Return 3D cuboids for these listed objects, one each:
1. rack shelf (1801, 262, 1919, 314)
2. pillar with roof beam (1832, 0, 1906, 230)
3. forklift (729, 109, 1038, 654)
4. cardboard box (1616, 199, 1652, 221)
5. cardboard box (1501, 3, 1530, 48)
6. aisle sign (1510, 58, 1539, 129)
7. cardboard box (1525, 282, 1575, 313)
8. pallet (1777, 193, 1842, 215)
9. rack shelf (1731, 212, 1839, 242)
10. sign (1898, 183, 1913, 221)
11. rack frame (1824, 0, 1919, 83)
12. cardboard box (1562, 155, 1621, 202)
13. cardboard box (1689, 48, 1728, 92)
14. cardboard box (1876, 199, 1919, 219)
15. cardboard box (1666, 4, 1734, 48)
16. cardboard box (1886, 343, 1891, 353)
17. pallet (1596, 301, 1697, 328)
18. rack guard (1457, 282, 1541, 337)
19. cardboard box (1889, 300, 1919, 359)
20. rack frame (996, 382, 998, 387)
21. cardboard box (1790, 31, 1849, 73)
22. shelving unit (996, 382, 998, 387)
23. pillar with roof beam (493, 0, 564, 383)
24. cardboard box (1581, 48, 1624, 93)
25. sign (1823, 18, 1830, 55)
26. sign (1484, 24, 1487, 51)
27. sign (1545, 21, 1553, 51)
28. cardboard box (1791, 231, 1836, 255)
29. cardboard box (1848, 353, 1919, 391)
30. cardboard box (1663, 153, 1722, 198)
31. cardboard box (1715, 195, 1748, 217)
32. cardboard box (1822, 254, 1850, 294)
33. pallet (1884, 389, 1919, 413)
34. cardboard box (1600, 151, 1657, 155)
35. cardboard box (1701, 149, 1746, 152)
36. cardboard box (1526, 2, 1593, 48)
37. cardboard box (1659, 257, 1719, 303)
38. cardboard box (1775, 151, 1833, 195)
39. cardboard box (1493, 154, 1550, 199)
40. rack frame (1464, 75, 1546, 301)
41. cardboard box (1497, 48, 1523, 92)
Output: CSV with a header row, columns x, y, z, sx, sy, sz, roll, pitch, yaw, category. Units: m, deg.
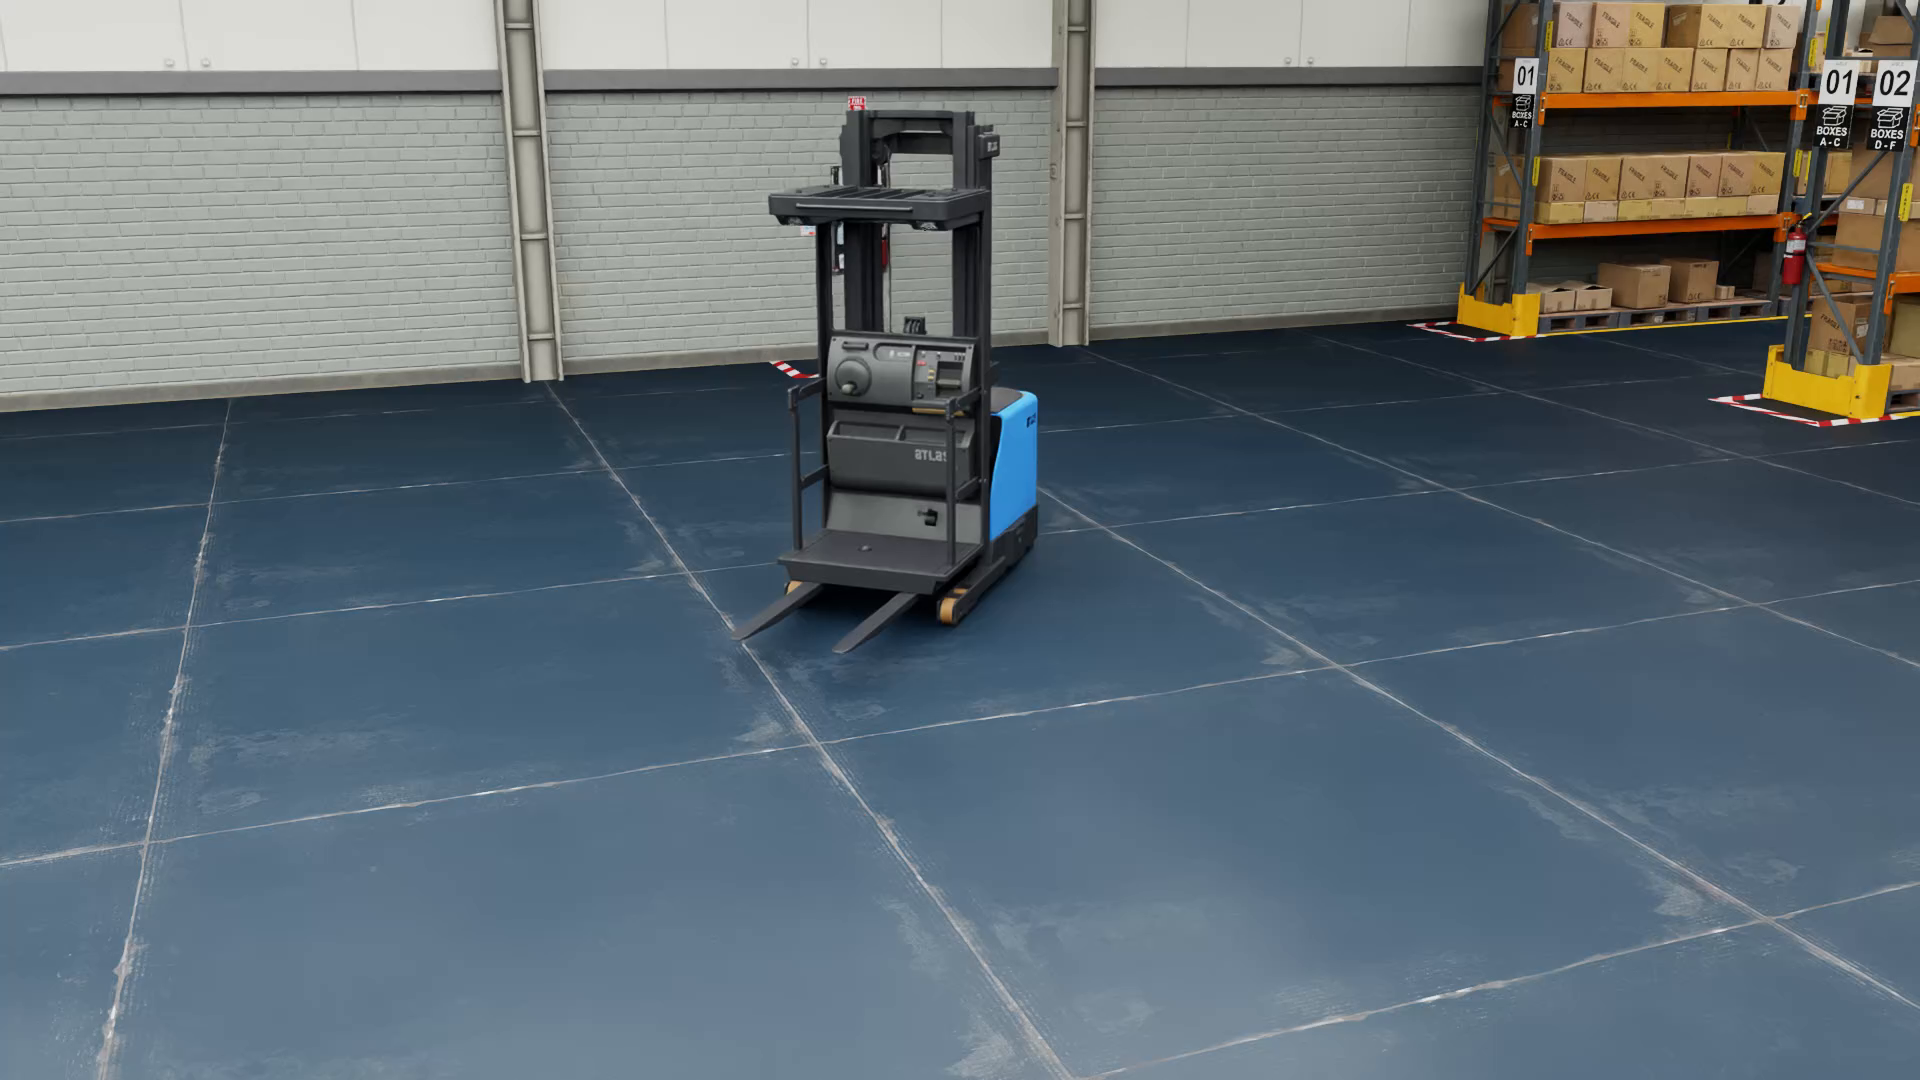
x,y,z,sx,sy,sz,roll,pitch,yaw,category
10.161,-2.582,16.345,4.000,0.370,1.077,-6,17,-20,rack shelf
14.005,-6.678,18.367,0.400,9.000,9.100,-6,17,-20,pillar with roof beam
-0.433,-1.029,9.902,1.130,2.935,3.031,6,17,19,forklift
8.045,-4.038,20.256,0.500,0.250,0.500,-6,18,-21,cardboard box
6.827,-6.118,19.796,0.500,0.500,0.500,-5,17,-18,cardboard box
6.558,-5.190,19.334,0.004,0.787,0.394,-6,17,-20,aisle sign
7.196,-2.996,20.468,0.500,0.311,0.500,-8,18,-26,cardboard box
11.019,-4.379,21.526,1.213,0.211,1.003,-6,17,-20,pallet
12.120,-4.289,22.155,4.000,0.370,1.077,-6,17,-20,rack shelf
8.487,-3.033,14.924,0.005,0.325,0.100,-6,17,-20,sign
8.294,-5.604,14.711,0.127,3.000,1.000,-6,17,-20,rack frame
7.536,-4.342,19.962,0.500,0.500,0.500,-6,17,-20,cardboard box
8.889,-5.699,20.146,0.500,0.500,0.500,-7,18,-22,cardboard box
8.737,-3.068,15.393,0.250,0.149,0.380,-6,18,-20,cardboard box
8.890,-6.173,19.985,0.500,0.500,0.500,-7,18,-22,cardboard box
9.151,-1.793,16.516,0.500,0.250,0.500,-6,17,-20,cardboard box
8.497,-2.893,21.075,1.213,0.211,1.003,-6,17,-20,pallet
6.589,-2.837,20.372,0.348,0.500,1.175,-6,17,-20,rack guard
9.340,-2.014,15.938,0.500,0.500,0.500,-6,17,-20,cardboard box
0.277,-0.578,11.702,0.008,1.050,0.200,-3,17,-10,rack frame
10.792,-6.155,20.987,0.500,0.500,0.500,-4,17,-12,cardboard box
0.158,-0.571,11.680,0.252,1.050,0.215,-3,17,-10,shelving unit
-2.803,-4.863,12.187,0.400,9.000,9.100,-6,17,-20,pillar with roof beam
7.434,-5.538,19.597,0.500,0.500,0.500,-5,17,-16,cardboard box
8.113,-4.696,15.511,0.005,0.325,0.100,-6,17,-20,sign
6.338,-6.041,19.951,0.005,0.325,0.100,-6,17,-20,sign
6.712,-5.745,18.962,0.005,0.325,0.100,-6,17,-20,sign
11.344,-3.927,21.974,0.500,0.250,0.500,-7,18,-21,cardboard box
8.874,-1.604,15.870,0.500,0.250,0.500,-6,17,-20,cardboard box
8.984,-4.501,20.501,0.500,0.500,0.500,-7,18,-22,cardboard box
9.451,-4.194,20.788,0.500,0.250,0.500,-6,17,-20,cardboard box
11.399,-3.588,22.147,0.500,0.500,0.700,-7,18,-21,cardboard box
8.993,-1.476,16.250,1.213,0.211,1.003,-6,17,-20,pallet
8.307,-4.582,20.777,0.500,0.500,0.500,-6,17,-19,cardboard box
9.739,-4.737,21.306,0.500,0.500,0.500,-7,18,-21,cardboard box
6.964,-5.980,19.328,0.500,0.500,0.500,-8,18,-24,cardboard box
9.298,-3.329,21.265,0.500,0.500,0.500,-8,18,-24,cardboard box
10.740,-4.733,21.435,0.500,0.500,0.700,-6,17,-20,cardboard box
6.882,-4.430,20.259,0.500,0.500,0.500,-6,18,-21,cardboard box
6.518,-4.029,19.994,0.127,3.000,1.000,-6,17,-20,rack frame
6.817,-5.634,19.924,0.500,0.500,0.500,-5,17,-16,cardboard box
